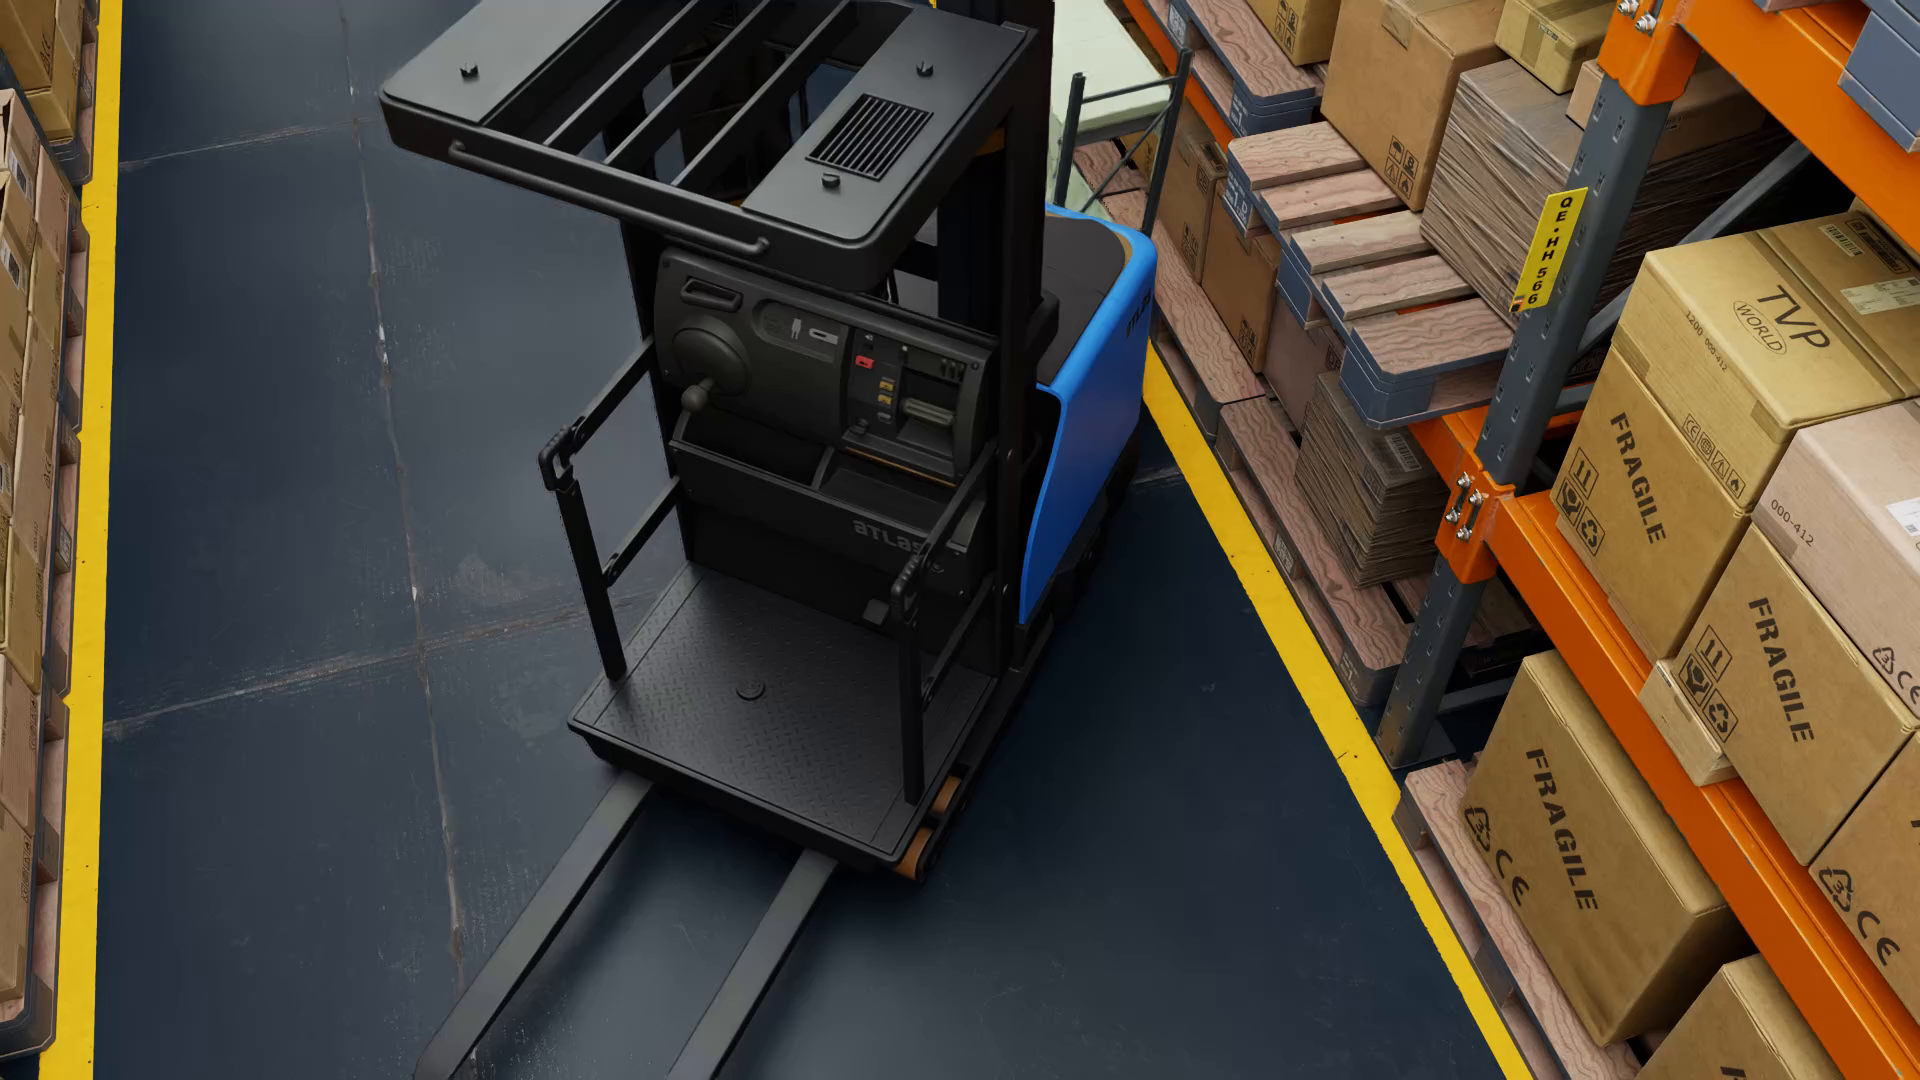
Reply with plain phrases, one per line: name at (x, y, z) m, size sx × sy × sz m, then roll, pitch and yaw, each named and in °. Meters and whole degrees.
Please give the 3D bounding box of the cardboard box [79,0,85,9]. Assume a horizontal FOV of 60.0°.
cardboard box at (-4.254, -2.595, 7.500) m, size 0.500 × 0.250 × 0.500 m, roll -13°, pitch 51°, yaw -11°

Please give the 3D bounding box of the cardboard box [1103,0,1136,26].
cardboard box at (0.844, -2.131, 6.932) m, size 0.700 × 0.500 × 0.500 m, roll -12°, pitch 51°, yaw -10°

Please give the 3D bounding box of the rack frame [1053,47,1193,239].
rack frame at (0.468, -0.996, 5.600) m, size 0.400 × 1.500 × 0.023 m, roll -18°, pitch 58°, yaw -17°

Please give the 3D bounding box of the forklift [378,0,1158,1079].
forklift at (-0.461, -0.337, 4.117) m, size 1.130 × 2.935 × 3.031 m, roll 20°, pitch 53°, yaw 16°

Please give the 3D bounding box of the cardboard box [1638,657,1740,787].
cardboard box at (1.734, 0.359, 3.637) m, size 0.380 × 0.149 × 0.250 m, roll -12°, pitch 51°, yaw -10°

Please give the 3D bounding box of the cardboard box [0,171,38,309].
cardboard box at (-3.567, -1.026, 5.810) m, size 0.500 × 0.311 × 0.500 m, roll -12°, pitch 51°, yaw -10°

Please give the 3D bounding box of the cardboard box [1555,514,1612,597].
cardboard box at (1.670, -0.040, 3.973) m, size 0.380 × 0.149 × 0.250 m, roll -14°, pitch 51°, yaw -12°

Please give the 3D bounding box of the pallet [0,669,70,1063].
pallet at (-3.144, 1.004, 4.766) m, size 1.003 × 0.211 × 1.213 m, roll -13°, pitch 51°, yaw -11°

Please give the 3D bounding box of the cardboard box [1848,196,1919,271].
cardboard box at (2.175, -0.511, 3.455) m, size 0.500 × 0.250 × 0.500 m, roll -12°, pitch 51°, yaw -10°

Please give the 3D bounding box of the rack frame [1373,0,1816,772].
rack frame at (1.794, -0.407, 4.132) m, size 1.000 × 3.000 × 0.127 m, roll -13°, pitch 51°, yaw -11°

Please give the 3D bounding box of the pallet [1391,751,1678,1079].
pallet at (1.955, 1.084, 4.698) m, size 1.003 × 0.211 × 1.213 m, roll -13°, pitch 51°, yaw -11°

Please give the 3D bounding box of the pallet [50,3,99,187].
pallet at (-4.315, -1.898, 7.212) m, size 1.003 × 0.211 × 1.213 m, roll -13°, pitch 51°, yaw -11°

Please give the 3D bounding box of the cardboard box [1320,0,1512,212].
cardboard box at (1.454, -1.325, 4.552) m, size 0.700 × 0.500 × 0.500 m, roll -18°, pitch 52°, yaw -14°

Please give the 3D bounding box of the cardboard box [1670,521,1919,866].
cardboard box at (1.839, 0.255, 3.300) m, size 0.500 × 0.500 × 0.500 m, roll -12°, pitch 51°, yaw -10°

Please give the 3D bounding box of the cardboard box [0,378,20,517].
cardboard box at (-3.276, -0.294, 5.193) m, size 0.500 × 0.311 × 0.500 m, roll -14°, pitch 51°, yaw -11°

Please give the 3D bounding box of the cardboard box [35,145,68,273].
cardboard box at (-3.721, -1.218, 6.339) m, size 0.500 × 0.250 × 0.500 m, roll -14°, pitch 51°, yaw -11°

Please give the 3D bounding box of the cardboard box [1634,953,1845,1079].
cardboard box at (2.139, 1.358, 3.775) m, size 0.750 × 0.750 × 0.750 m, roll -14°, pitch 51°, yaw -11°

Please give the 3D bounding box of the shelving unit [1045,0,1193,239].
shelving unit at (0.319, -1.274, 5.787) m, size 0.431 × 1.500 × 0.755 m, roll -18°, pitch 58°, yaw -17°

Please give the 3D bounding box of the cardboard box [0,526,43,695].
cardboard box at (-3.121, 0.272, 5.083) m, size 0.500 × 0.250 × 0.500 m, roll -15°, pitch 51°, yaw -12°

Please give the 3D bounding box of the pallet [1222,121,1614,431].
pallet at (1.481, -0.842, 4.623) m, size 1.213 × 0.211 × 1.003 m, roll -13°, pitch 51°, yaw -11°

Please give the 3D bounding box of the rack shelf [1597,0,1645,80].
rack shelf at (1.202, -2.603, 4.491) m, size 1.077 × 0.370 × 4.000 m, roll -13°, pitch 51°, yaw -11°

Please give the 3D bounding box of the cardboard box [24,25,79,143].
cardboard box at (-3.968, -1.862, 6.882) m, size 0.500 × 0.250 × 0.500 m, roll -13°, pitch 51°, yaw -11°

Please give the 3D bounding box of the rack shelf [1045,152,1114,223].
rack shelf at (0.296, -1.083, 6.051) m, size 0.431 × 0.370 × 0.720 m, roll -18°, pitch 58°, yaw -17°

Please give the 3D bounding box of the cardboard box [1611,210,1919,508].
cardboard box at (1.690, -0.373, 3.339) m, size 0.500 × 0.250 × 0.500 m, roll -12°, pitch 51°, yaw -10°

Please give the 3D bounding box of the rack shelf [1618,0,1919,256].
rack shelf at (2.385, 0.318, 2.028) m, size 1.077 × 0.370 × 4.000 m, roll -13°, pitch 51°, yaw -11°

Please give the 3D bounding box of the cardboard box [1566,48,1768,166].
cardboard box at (1.663, -1.036, 3.884) m, size 0.380 × 0.149 × 0.250 m, roll -19°, pitch 53°, yaw -16°

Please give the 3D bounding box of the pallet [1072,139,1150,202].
pallet at (0.842, -1.862, 7.182) m, size 1.003 × 0.211 × 1.213 m, roll -13°, pitch 51°, yaw -11°

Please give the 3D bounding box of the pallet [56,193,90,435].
pallet at (-3.865, -0.778, 6.268) m, size 1.003 × 0.211 × 1.213 m, roll -13°, pitch 51°, yaw -11°

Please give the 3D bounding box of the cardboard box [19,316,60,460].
cardboard box at (-3.421, -0.475, 5.712) m, size 0.500 × 0.250 × 0.500 m, roll -12°, pitch 51°, yaw -10°

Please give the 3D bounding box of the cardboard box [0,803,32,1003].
cardboard box at (-2.812, 1.017, 4.454) m, size 0.500 × 0.250 × 0.500 m, roll -13°, pitch 51°, yaw -11°

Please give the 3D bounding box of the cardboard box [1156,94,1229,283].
cardboard box at (1.157, -1.383, 6.301) m, size 0.700 × 0.500 × 0.500 m, roll -13°, pitch 51°, yaw -11°

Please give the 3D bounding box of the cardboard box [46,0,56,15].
cardboard box at (-4.114, -2.470, 6.904) m, size 0.500 × 0.500 × 0.500 m, roll -13°, pitch 51°, yaw -11°

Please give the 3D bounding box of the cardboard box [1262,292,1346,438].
cardboard box at (1.490, -0.660, 5.692) m, size 0.700 × 0.500 × 0.500 m, roll -13°, pitch 51°, yaw -11°
